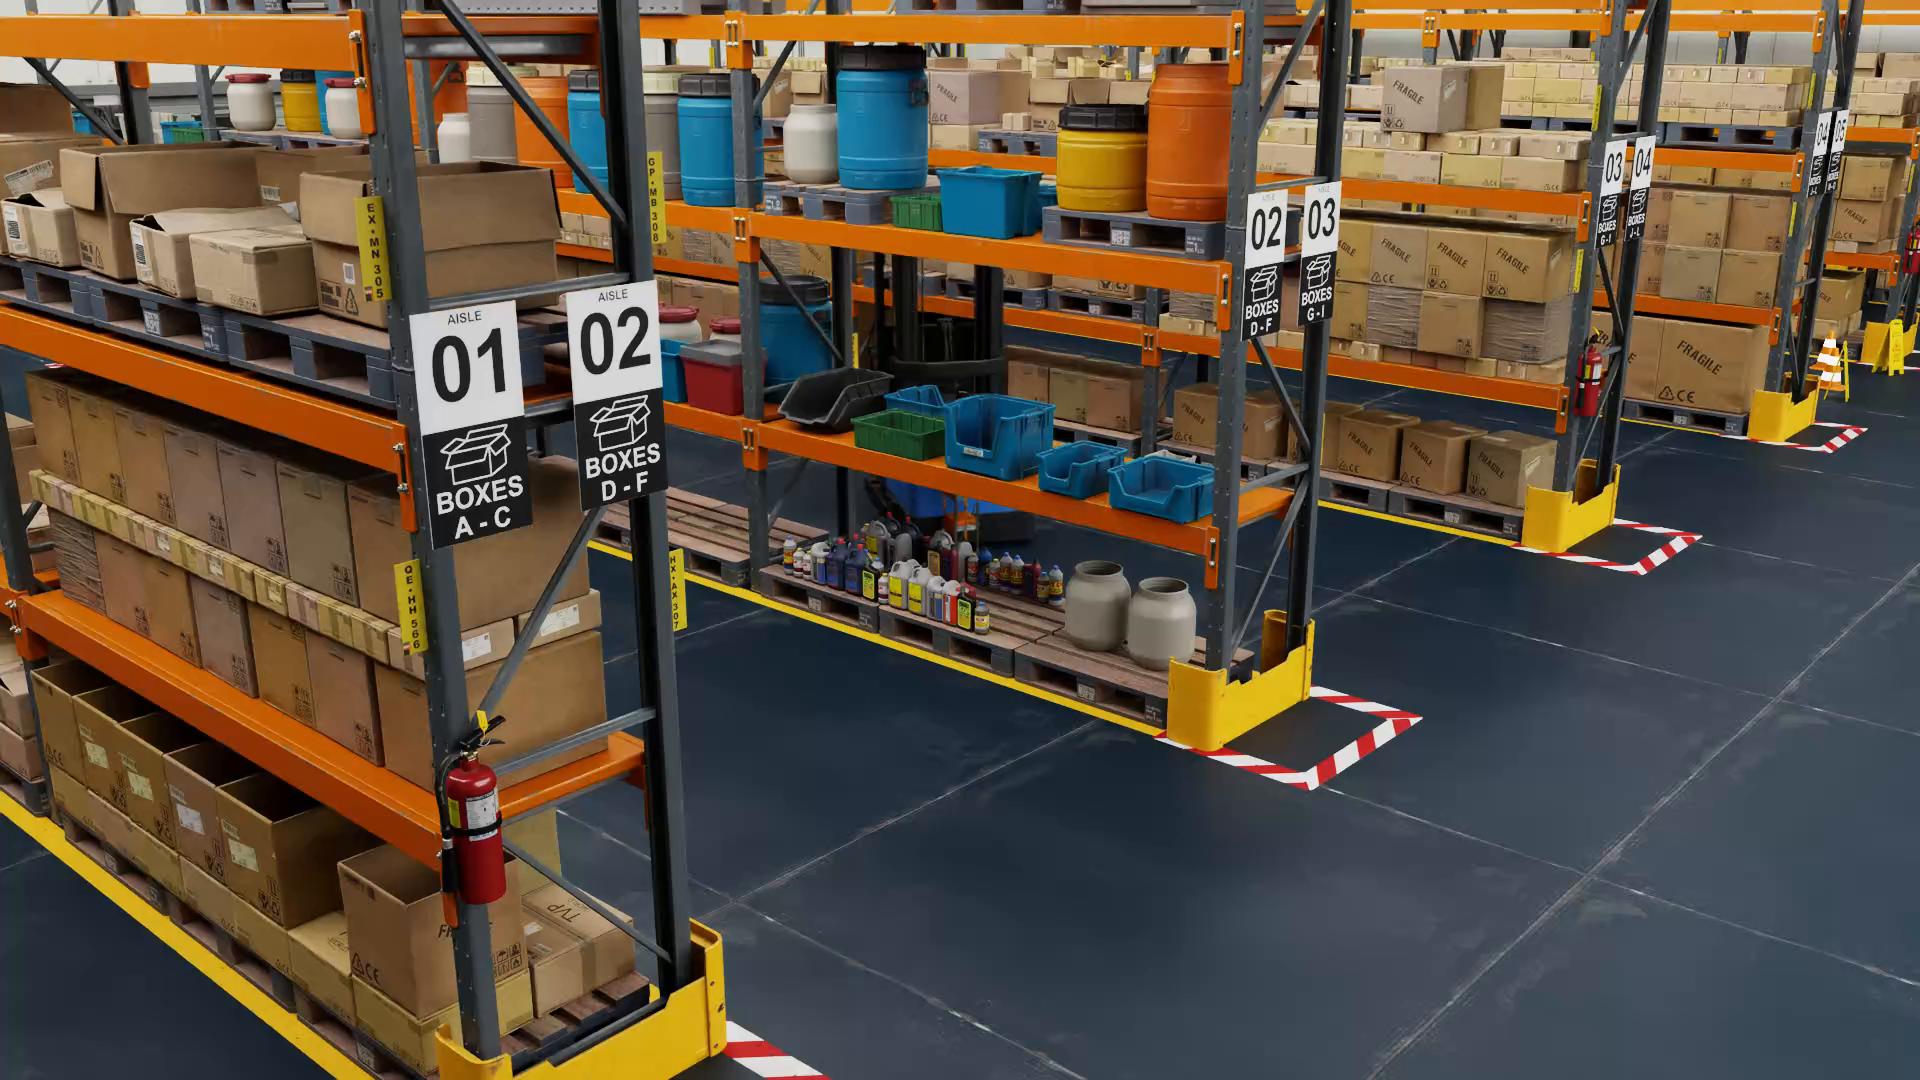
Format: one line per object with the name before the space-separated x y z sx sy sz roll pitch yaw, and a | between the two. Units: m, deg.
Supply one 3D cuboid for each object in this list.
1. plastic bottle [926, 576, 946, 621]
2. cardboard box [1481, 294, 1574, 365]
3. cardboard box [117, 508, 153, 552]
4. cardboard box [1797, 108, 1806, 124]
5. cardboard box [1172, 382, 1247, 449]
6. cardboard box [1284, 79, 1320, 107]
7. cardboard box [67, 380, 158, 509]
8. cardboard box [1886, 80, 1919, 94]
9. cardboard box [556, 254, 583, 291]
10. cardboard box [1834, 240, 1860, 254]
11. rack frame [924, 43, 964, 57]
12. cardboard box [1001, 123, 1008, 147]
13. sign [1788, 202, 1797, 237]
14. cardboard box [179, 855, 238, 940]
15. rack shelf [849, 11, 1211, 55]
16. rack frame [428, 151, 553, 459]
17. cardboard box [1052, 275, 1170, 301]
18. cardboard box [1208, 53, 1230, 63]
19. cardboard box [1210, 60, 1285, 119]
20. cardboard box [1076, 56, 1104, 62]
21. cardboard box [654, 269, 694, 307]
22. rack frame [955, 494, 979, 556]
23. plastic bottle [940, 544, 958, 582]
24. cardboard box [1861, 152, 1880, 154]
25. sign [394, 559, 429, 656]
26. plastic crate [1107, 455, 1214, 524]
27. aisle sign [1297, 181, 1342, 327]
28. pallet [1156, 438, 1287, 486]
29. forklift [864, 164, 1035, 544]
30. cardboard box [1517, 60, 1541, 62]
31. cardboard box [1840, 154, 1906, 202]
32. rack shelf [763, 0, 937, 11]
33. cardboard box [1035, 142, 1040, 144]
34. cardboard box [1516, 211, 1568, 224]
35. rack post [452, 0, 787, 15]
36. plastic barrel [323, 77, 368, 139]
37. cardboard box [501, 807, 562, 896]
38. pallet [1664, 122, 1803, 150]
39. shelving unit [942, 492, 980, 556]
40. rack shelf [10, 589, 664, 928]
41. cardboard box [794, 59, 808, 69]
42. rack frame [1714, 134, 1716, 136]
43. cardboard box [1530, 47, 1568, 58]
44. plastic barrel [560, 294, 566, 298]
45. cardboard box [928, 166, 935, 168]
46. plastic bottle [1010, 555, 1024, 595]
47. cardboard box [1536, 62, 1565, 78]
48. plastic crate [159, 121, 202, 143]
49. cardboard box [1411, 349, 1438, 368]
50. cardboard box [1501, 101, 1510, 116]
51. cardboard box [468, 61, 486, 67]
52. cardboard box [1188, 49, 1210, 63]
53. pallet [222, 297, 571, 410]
plastic bottle | -0.131 0.388 11.206 0.135 0.276 0.152 14 22 38
cardboard box | 4.702 -1.773 13.583 0.500 0.500 0.875 15 23 39
cardboard box | -3.637 -0.084 7.680 0.250 0.149 0.380 14 22 37
cardboard box | 8.420 -4.268 16.699 0.250 0.149 0.380 15 23 40
cardboard box | 2.376 -1.190 15.839 0.500 0.500 0.500 14 22 38
cardboard box | 4.015 -5.309 19.712 0.500 0.311 0.500 14 22 37
cardboard box | -3.760 -0.507 7.940 0.500 0.500 0.700 15 23 39
cardboard box | 11.225 -5.400 19.808 0.250 0.149 0.380 15 23 40
cardboard box | -4.993 -3.395 22.170 0.875 0.875 0.875 15 23 39
cardboard box | 10.989 -3.642 20.544 0.250 0.149 0.380 15 23 39
rack frame | -0.294 -9.781 29.556 0.127 3.000 1.000 15 23 39
cardboard box | 0.384 -4.194 17.156 0.500 0.250 0.500 16 24 41
sign | 8.093 -3.114 16.159 0.005 0.325 0.100 15 23 39
cardboard box | -3.210 1.545 7.637 0.500 0.250 0.500 15 23 39
rack shelf | 0.608 -4.998 16.334 4.000 0.370 1.077 15 23 39
rack frame | -4.176 -1.953 14.806 0.127 3.000 1.000 15 23 39
cardboard box | 1.603 -2.948 16.255 1.000 1.000 1.000 15 23 40
cardboard box | 4.179 -7.281 25.778 0.500 0.500 0.500 15 23 40
cardboard box | 2.610 -4.095 15.114 0.500 0.500 0.500 14 22 38
cardboard box | 1.758 -6.307 22.136 0.258 0.266 0.396 15 23 39
cardboard box | -3.388 -2.940 20.735 0.875 0.875 1.225 15 23 39
rack frame | 0.054 -0.319 12.881 0.200 1.050 0.008 -7 19 -22
plastic bottle | -0.077 0.161 11.910 0.133 0.283 0.061 15 23 39
cardboard box | 13.718 -5.764 25.087 0.250 0.149 0.380 15 23 40
sign | -1.853 0.229 5.627 0.005 0.325 0.100 15 23 39
plastic crate | 1.235 -0.308 9.871 0.616 0.251 0.499 15 23 39
aisle sign | 2.056 -1.637 9.515 0.004 0.787 0.394 15 23 39
pallet | 2.630 -0.814 15.829 1.213 0.211 1.003 15 23 39
forklift | -0.232 -1.750 14.280 1.130 2.935 3.031 -4 18 -13
cardboard box | 6.333 -5.207 18.340 0.250 0.149 0.380 15 23 39
cardboard box | 11.147 -4.428 20.297 0.500 0.500 0.700 14 23 38
rack shelf | -2.008 -7.895 24.807 4.000 0.370 1.077 15 23 39
cardboard box | 1.401 -6.879 28.510 0.500 0.500 0.500 15 23 40
cardboard box | 6.526 -3.653 18.130 0.550 0.550 0.875 15 23 39
rack post | -2.714 -4.480 12.522 3.121 1.000 1.013 15 23 39
plastic barrel | -5.602 -3.969 15.282 0.433 0.535 0.433 0 18 0
cardboard box | -2.111 1.268 7.268 0.500 0.500 0.500 15 23 39
pallet | 7.902 -4.103 16.769 1.213 0.211 1.003 15 23 39
shelving unit | 0.007 -0.353 12.989 0.215 1.050 0.252 -7 19 -22
rack shelf | -2.979 0.715 7.590 4.000 0.370 1.077 15 23 39
cardboard box | -2.270 -7.133 24.933 0.250 0.149 0.380 16 24 41
rack frame | 11.974 -5.636 26.412 0.127 3.000 1.000 15 23 39
cardboard box | 9.806 -7.885 27.515 0.500 0.500 0.700 14 23 38
plastic barrel | -3.264 -1.848 14.291 0.421 0.512 0.421 0 18 0
cardboard box | -0.715 -5.324 24.773 0.500 0.500 0.500 15 23 38
plastic bottle | 0.402 0.241 11.677 0.097 0.271 0.097 0 18 0
cardboard box | 6.282 -4.956 17.547 0.250 0.149 0.380 15 23 40
plastic crate | -8.060 -4.216 17.257 0.300 0.233 0.416 15 23 39
cardboard box | 4.001 -1.560 13.984 0.250 0.149 0.380 15 23 39
cardboard box | 5.899 -4.678 17.990 0.250 0.149 0.380 15 23 39
cardboard box | -6.106 -6.172 22.118 0.500 0.500 0.700 14 22 37
cardboard box | 4.694 -9.231 31.711 0.500 0.250 0.500 16 23 40
pallet | -1.994 -0.762 6.241 1.213 0.211 1.003 15 23 39
